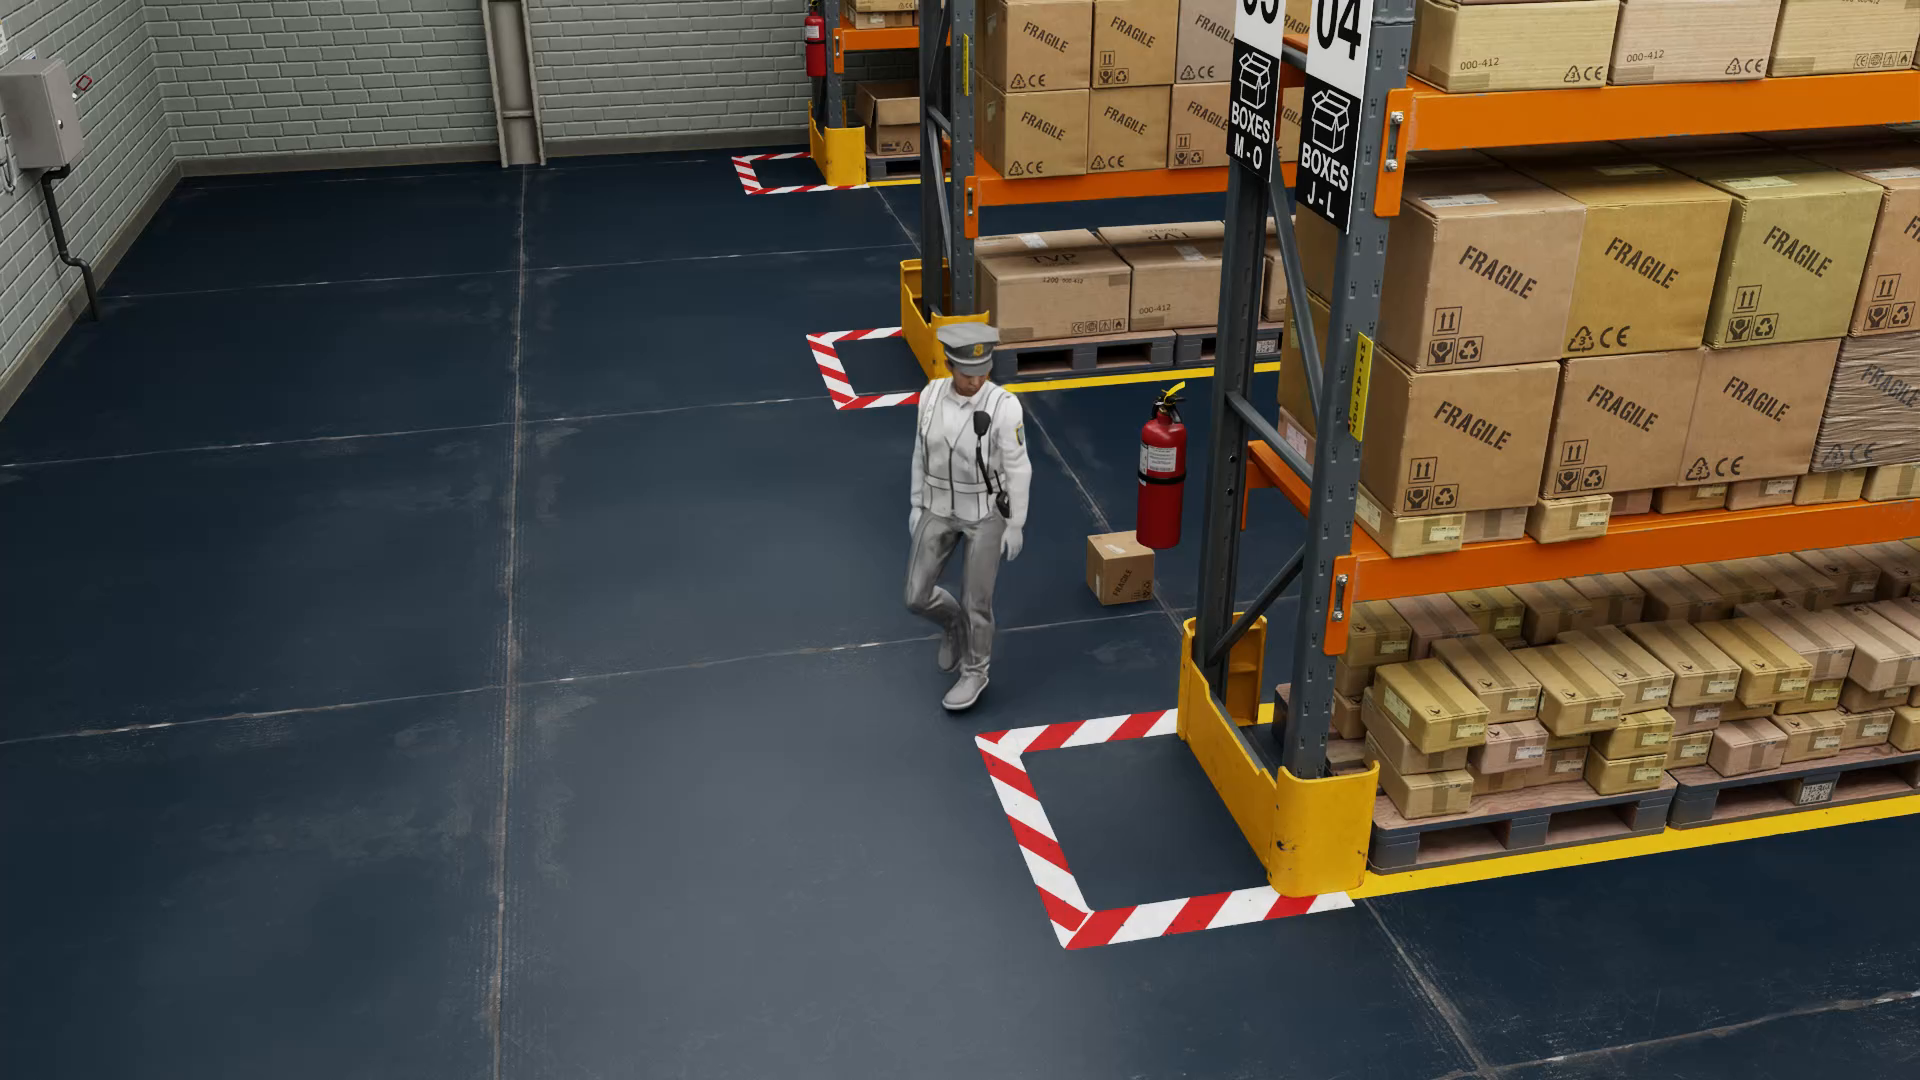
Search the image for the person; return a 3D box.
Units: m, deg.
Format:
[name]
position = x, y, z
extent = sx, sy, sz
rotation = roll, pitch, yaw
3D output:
[person]
position = 0.028, -0.097, 6.755
extent = 0.526, 1.659, 0.446
rotation = 12, 29, 22
